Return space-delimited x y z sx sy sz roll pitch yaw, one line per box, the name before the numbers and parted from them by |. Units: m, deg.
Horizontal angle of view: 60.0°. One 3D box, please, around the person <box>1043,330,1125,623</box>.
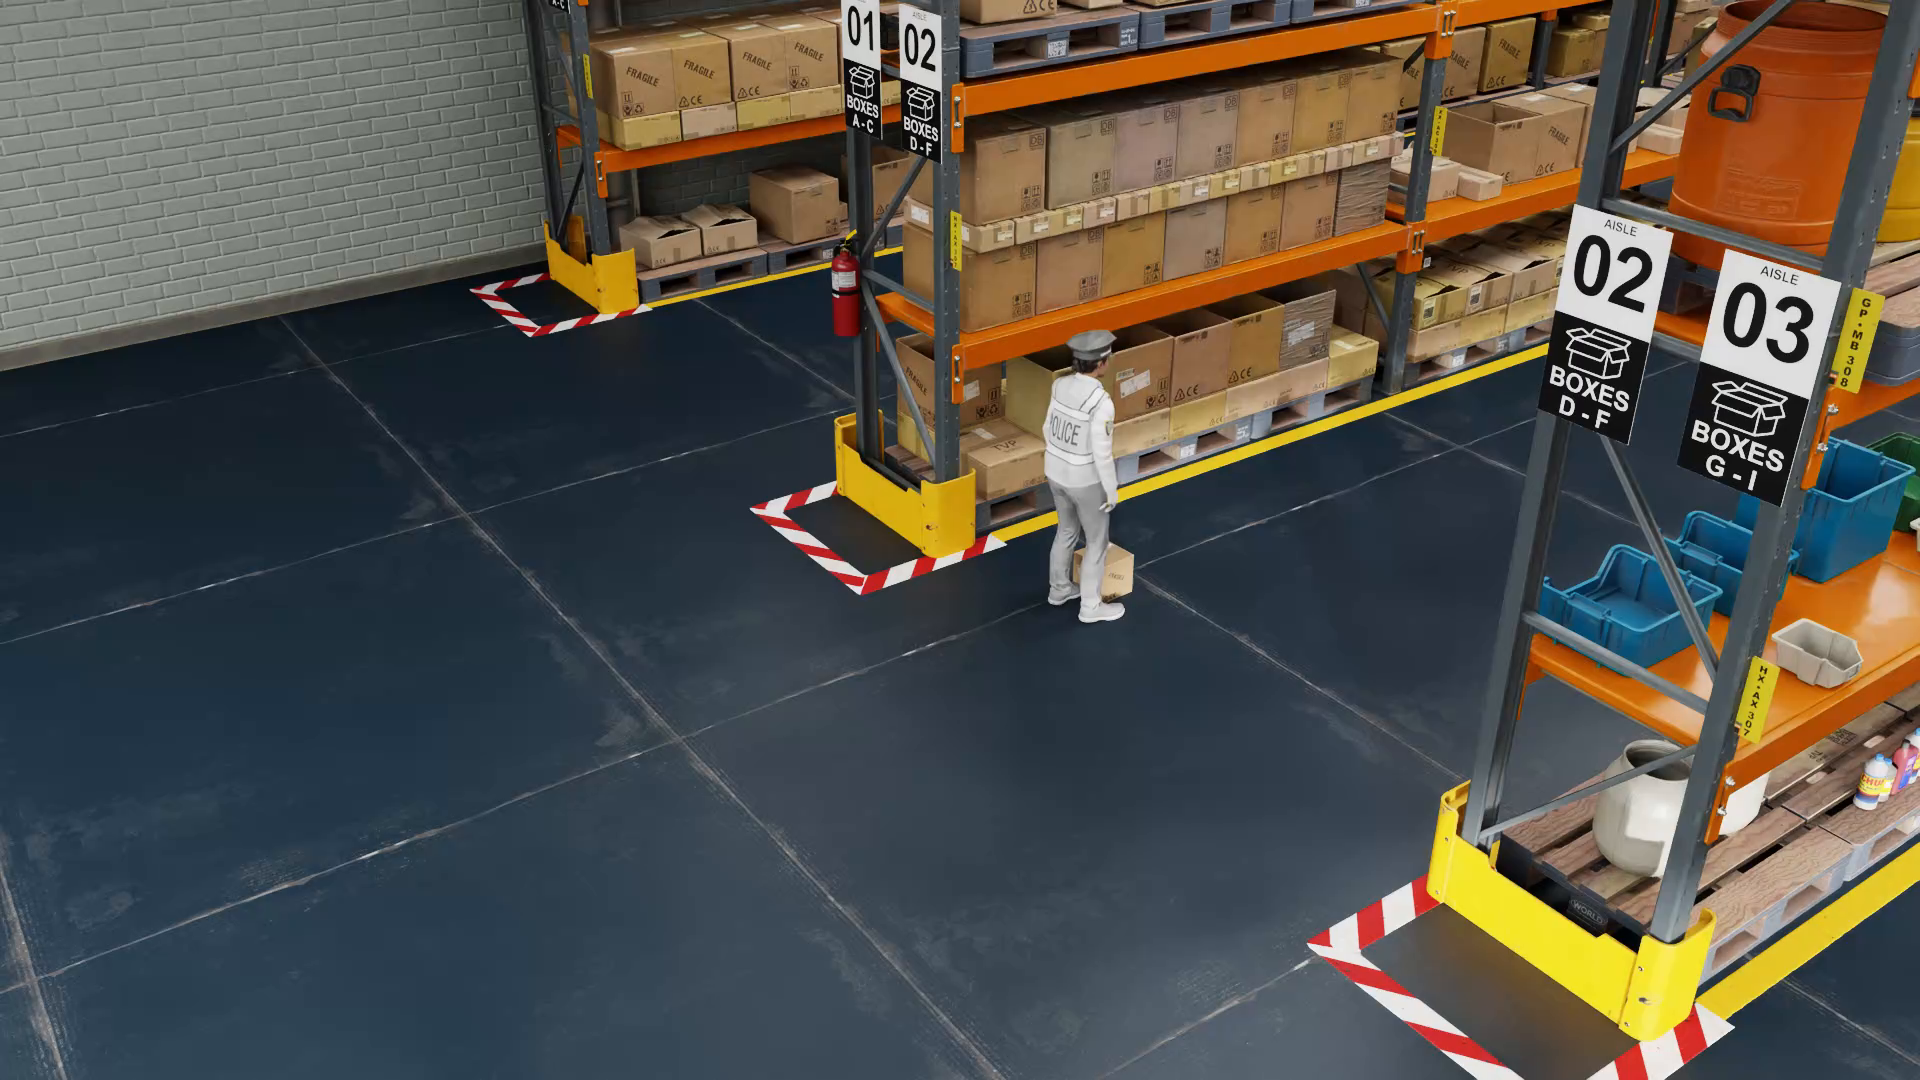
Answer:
person | 0.676 -0.346 9.251 0.375 1.662 0.528 -20 35 -32
